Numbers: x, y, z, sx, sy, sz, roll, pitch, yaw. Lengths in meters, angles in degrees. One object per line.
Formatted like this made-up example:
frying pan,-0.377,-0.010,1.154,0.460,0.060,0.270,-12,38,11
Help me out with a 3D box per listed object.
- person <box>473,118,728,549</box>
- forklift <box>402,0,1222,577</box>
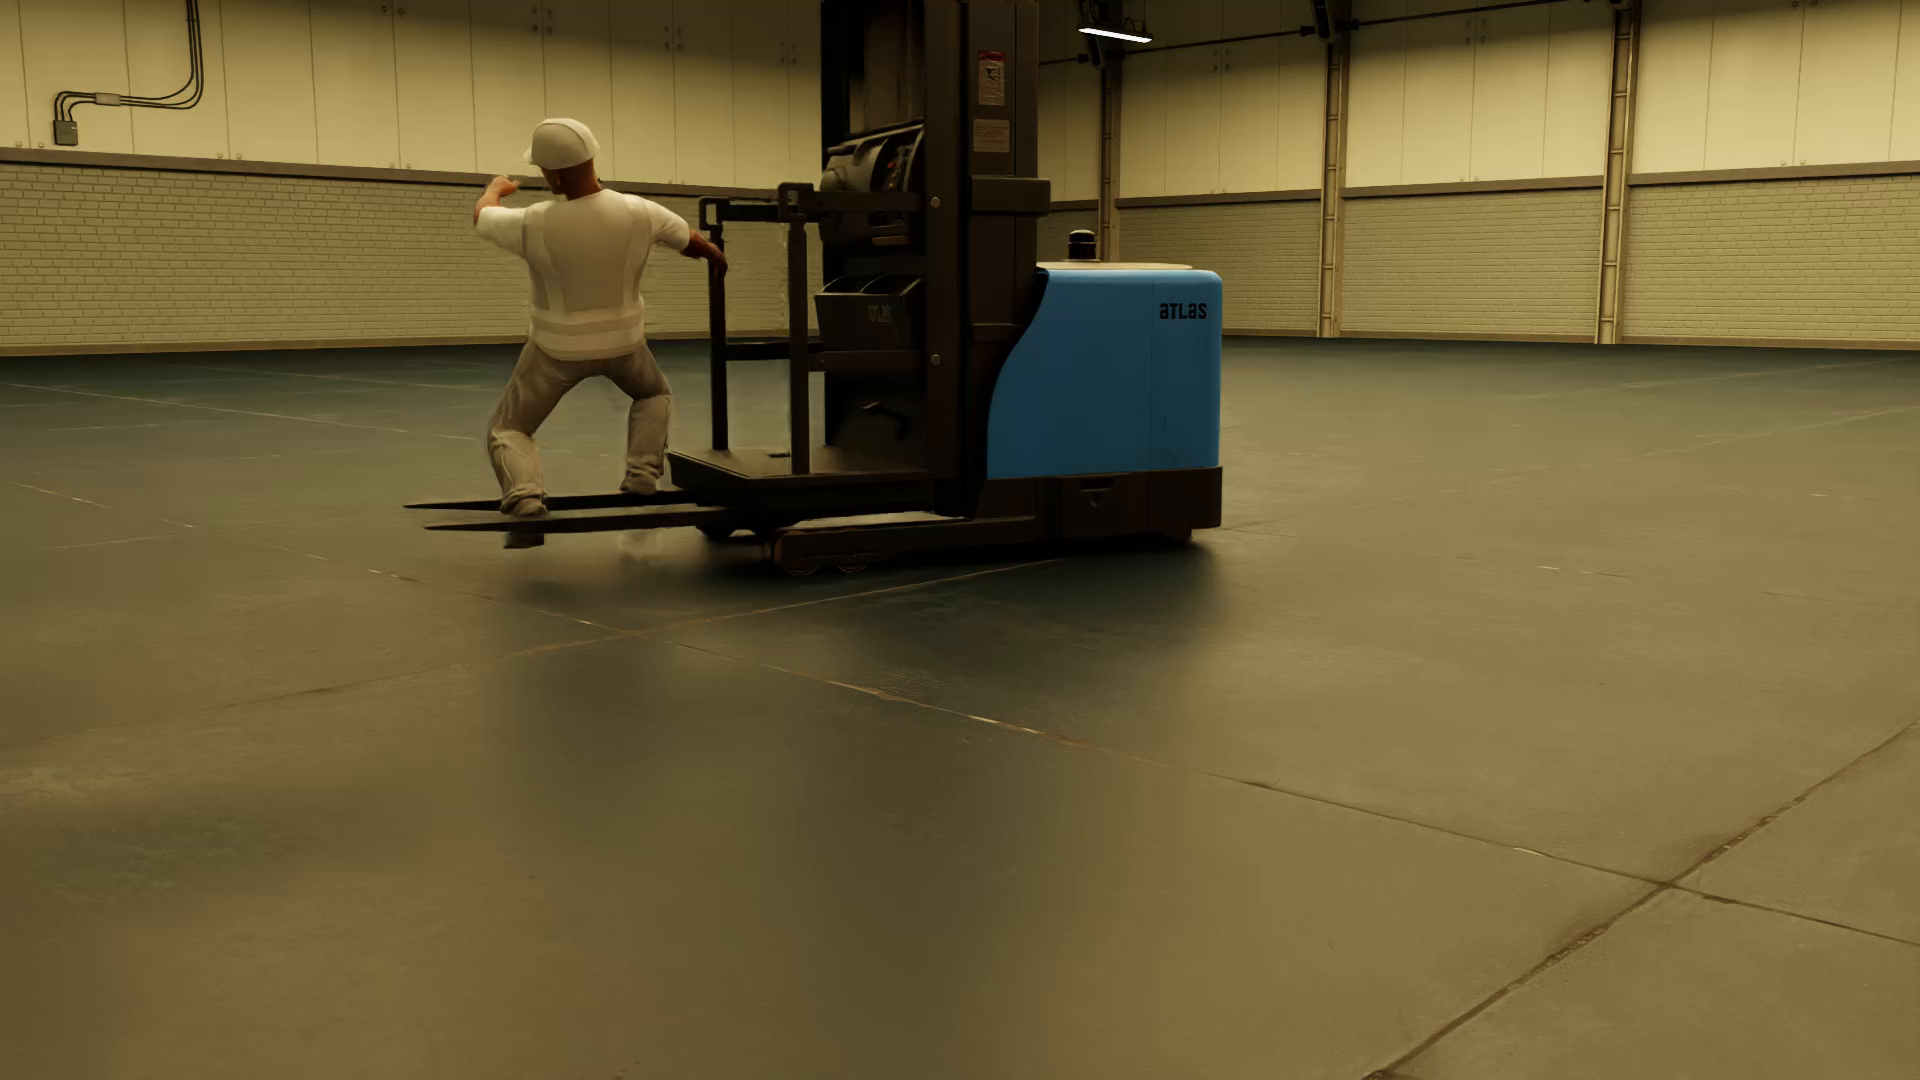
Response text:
person,-1.311,-0.777,6.273,1.065,1.502,0.834,-6,10,-32
forklift,-0.524,-1.407,6.221,3.031,2.935,1.130,-4,9,-24
